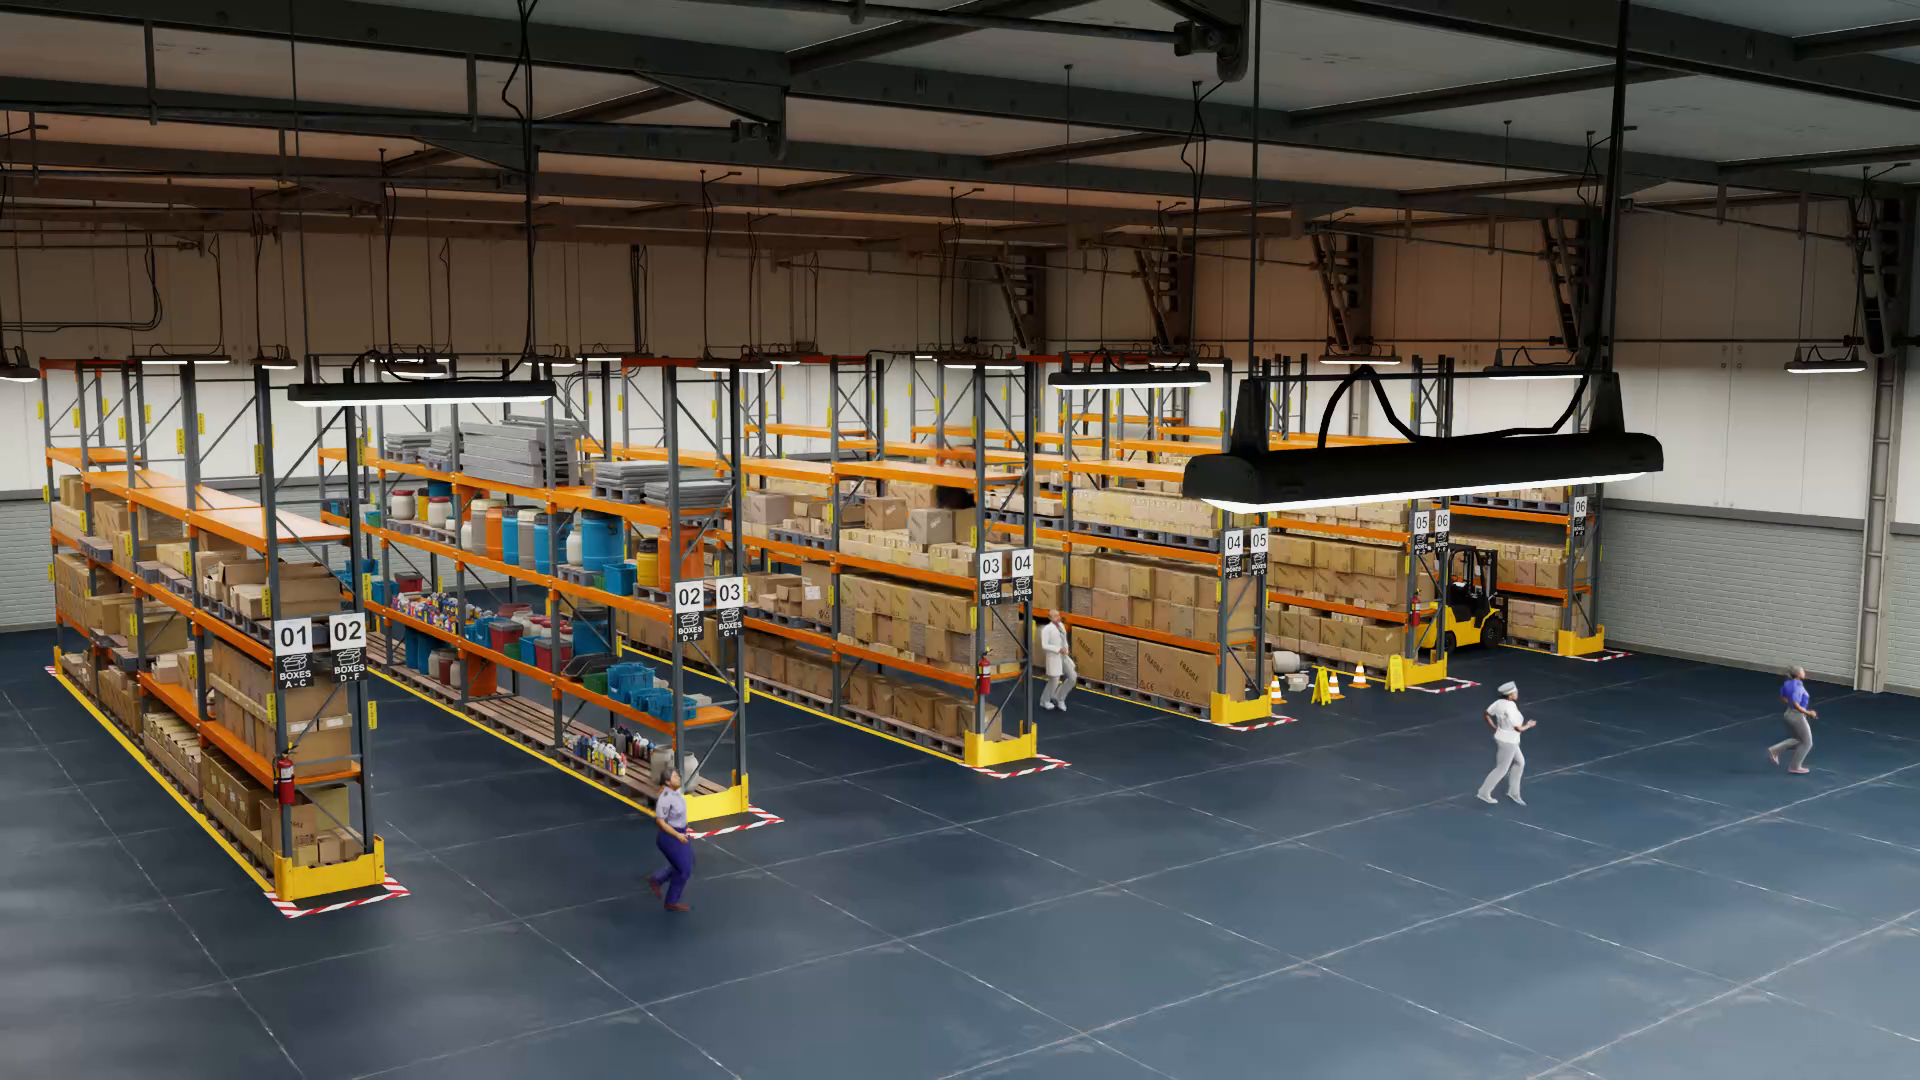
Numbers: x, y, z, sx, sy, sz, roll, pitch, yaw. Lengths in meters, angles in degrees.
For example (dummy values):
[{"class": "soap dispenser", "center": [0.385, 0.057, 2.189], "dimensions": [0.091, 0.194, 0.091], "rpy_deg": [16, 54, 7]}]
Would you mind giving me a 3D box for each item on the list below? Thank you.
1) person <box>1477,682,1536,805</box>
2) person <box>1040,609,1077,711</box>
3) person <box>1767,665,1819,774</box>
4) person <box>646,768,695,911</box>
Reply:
[{"class": "person", "center": [7.426, 2.783, 22.611], "dimensions": [0.782, 1.757, 0.546], "rpy_deg": [0, 7, 3]}, {"class": "person", "center": [1.670, 2.061, 28.454], "dimensions": [0.719, 1.770, 0.741], "rpy_deg": [-6, 9, -42]}, {"class": "person", "center": [12.203, 2.623, 24.342], "dimensions": [0.566, 1.592, 0.574], "rpy_deg": [1, 7, 6]}, {"class": "person", "center": [-3.233, 3.328, 18.531], "dimensions": [0.521, 1.617, 0.603], "rpy_deg": [0, 7, -2]}]
